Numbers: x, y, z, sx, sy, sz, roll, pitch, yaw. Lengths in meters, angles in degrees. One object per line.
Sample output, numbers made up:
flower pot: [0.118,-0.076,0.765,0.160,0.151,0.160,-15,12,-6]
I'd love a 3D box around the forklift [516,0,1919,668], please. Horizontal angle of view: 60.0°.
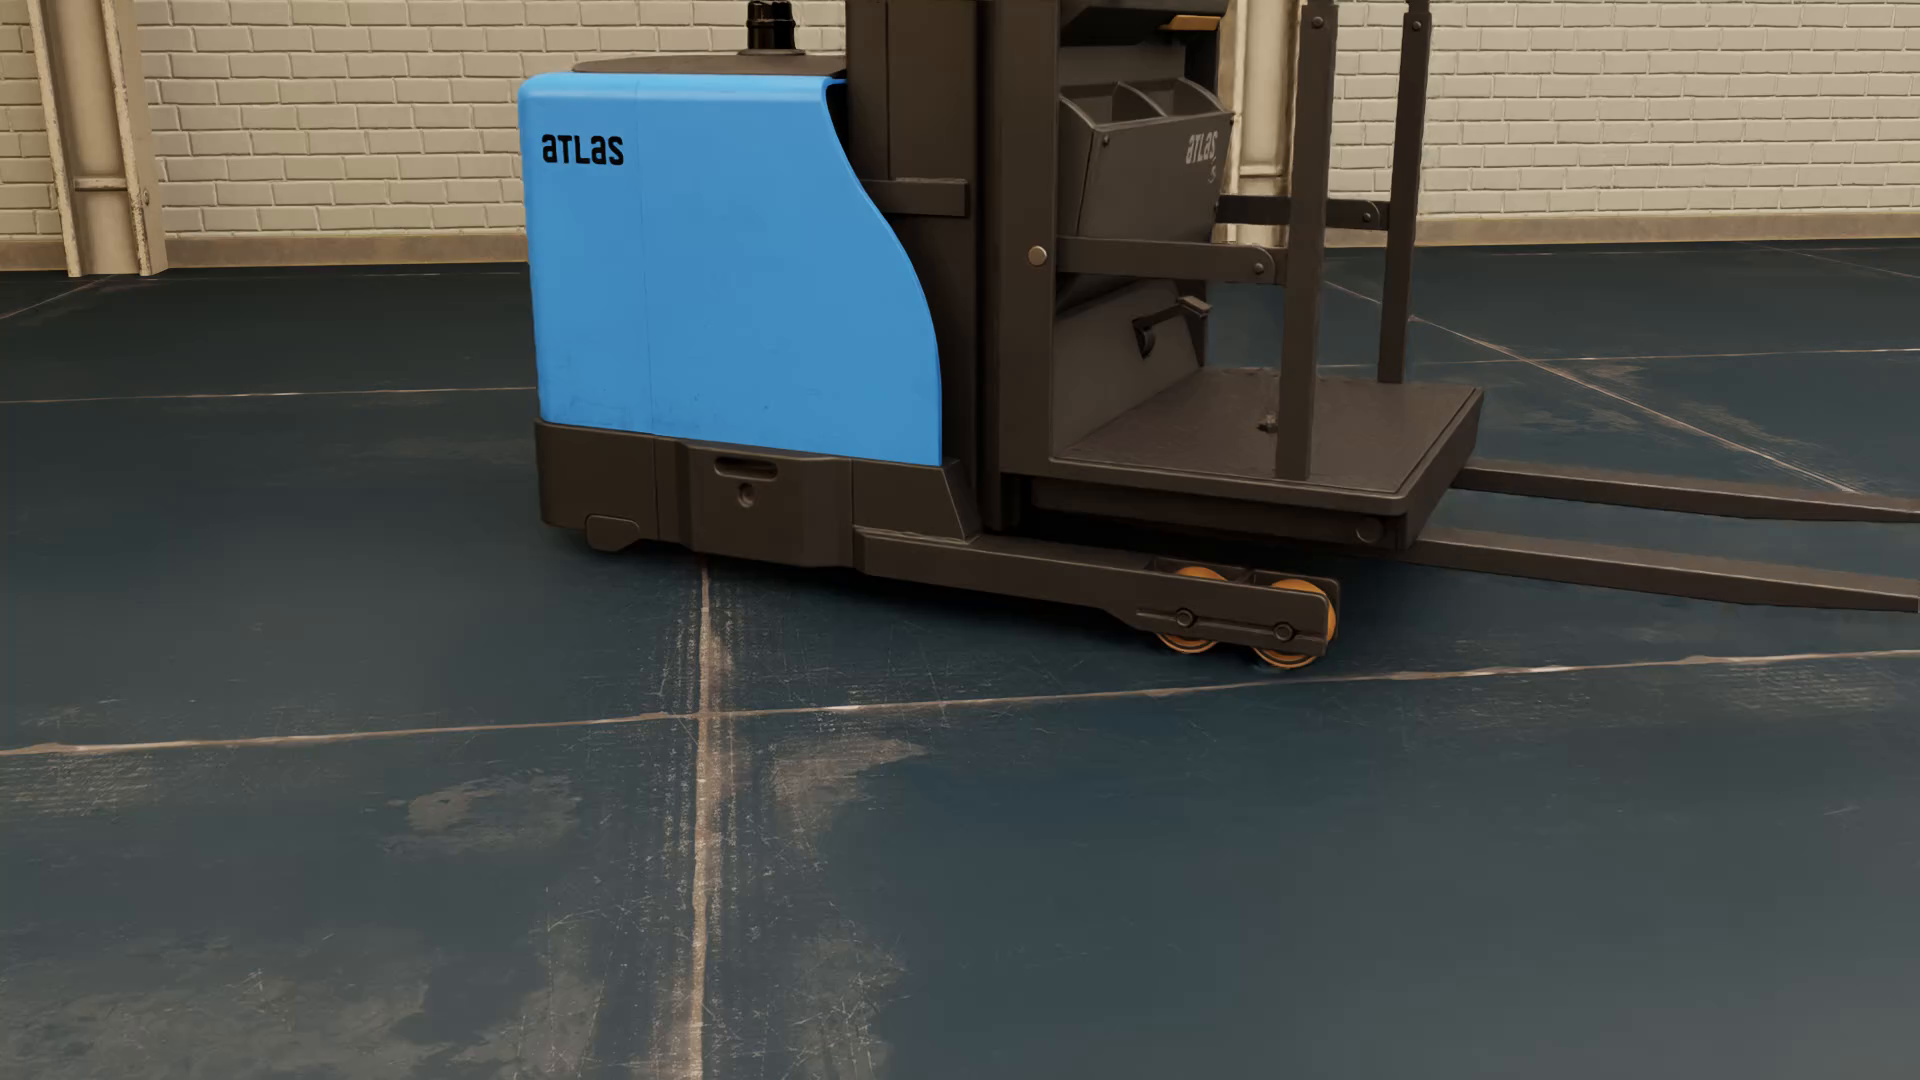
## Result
forklift: [0.580,-1.334,3.314,3.031,2.935,1.130,7,18,23]
